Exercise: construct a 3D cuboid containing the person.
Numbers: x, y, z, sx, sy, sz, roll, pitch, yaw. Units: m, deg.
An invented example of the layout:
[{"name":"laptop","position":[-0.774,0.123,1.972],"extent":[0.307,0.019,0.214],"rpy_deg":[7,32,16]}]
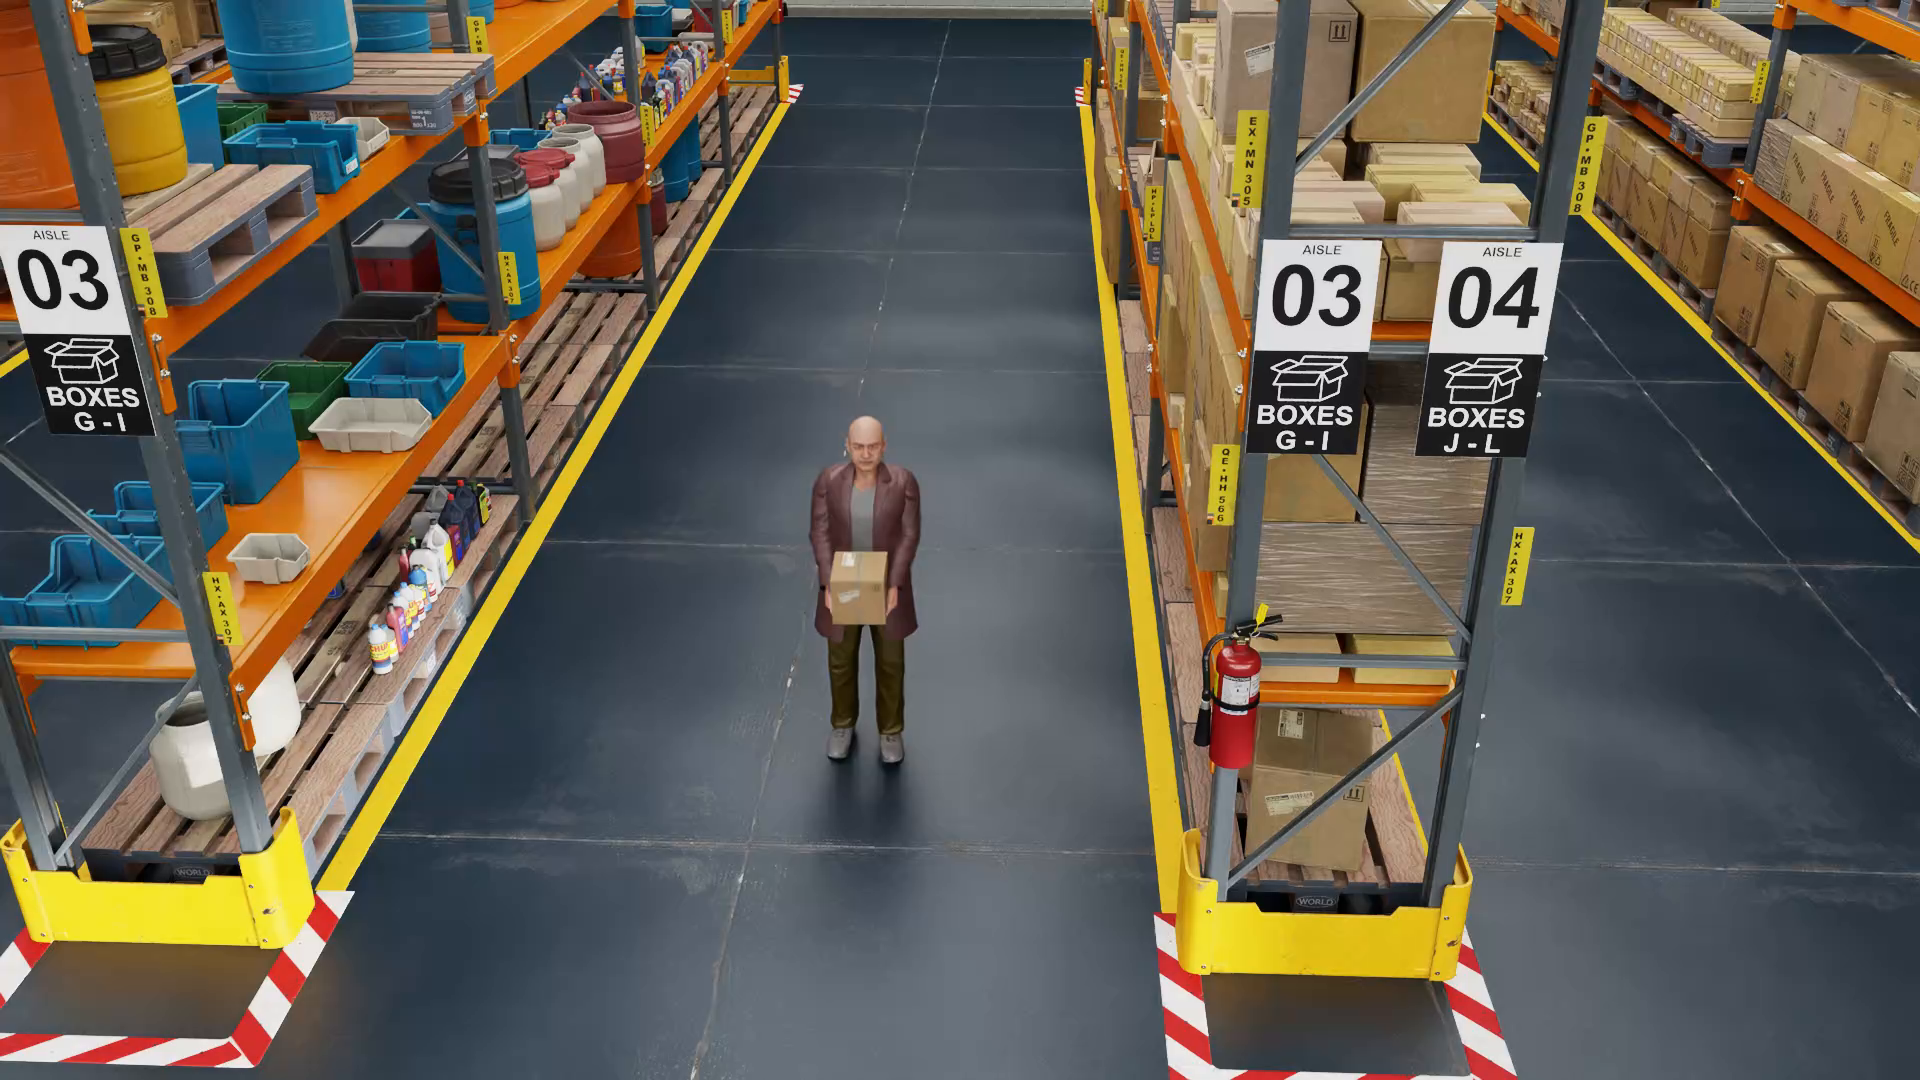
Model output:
[{"name":"person","position":[-0.462,0.283,8.089],"extent":[0.542,1.779,0.541],"rpy_deg":[1,28,2]}]
